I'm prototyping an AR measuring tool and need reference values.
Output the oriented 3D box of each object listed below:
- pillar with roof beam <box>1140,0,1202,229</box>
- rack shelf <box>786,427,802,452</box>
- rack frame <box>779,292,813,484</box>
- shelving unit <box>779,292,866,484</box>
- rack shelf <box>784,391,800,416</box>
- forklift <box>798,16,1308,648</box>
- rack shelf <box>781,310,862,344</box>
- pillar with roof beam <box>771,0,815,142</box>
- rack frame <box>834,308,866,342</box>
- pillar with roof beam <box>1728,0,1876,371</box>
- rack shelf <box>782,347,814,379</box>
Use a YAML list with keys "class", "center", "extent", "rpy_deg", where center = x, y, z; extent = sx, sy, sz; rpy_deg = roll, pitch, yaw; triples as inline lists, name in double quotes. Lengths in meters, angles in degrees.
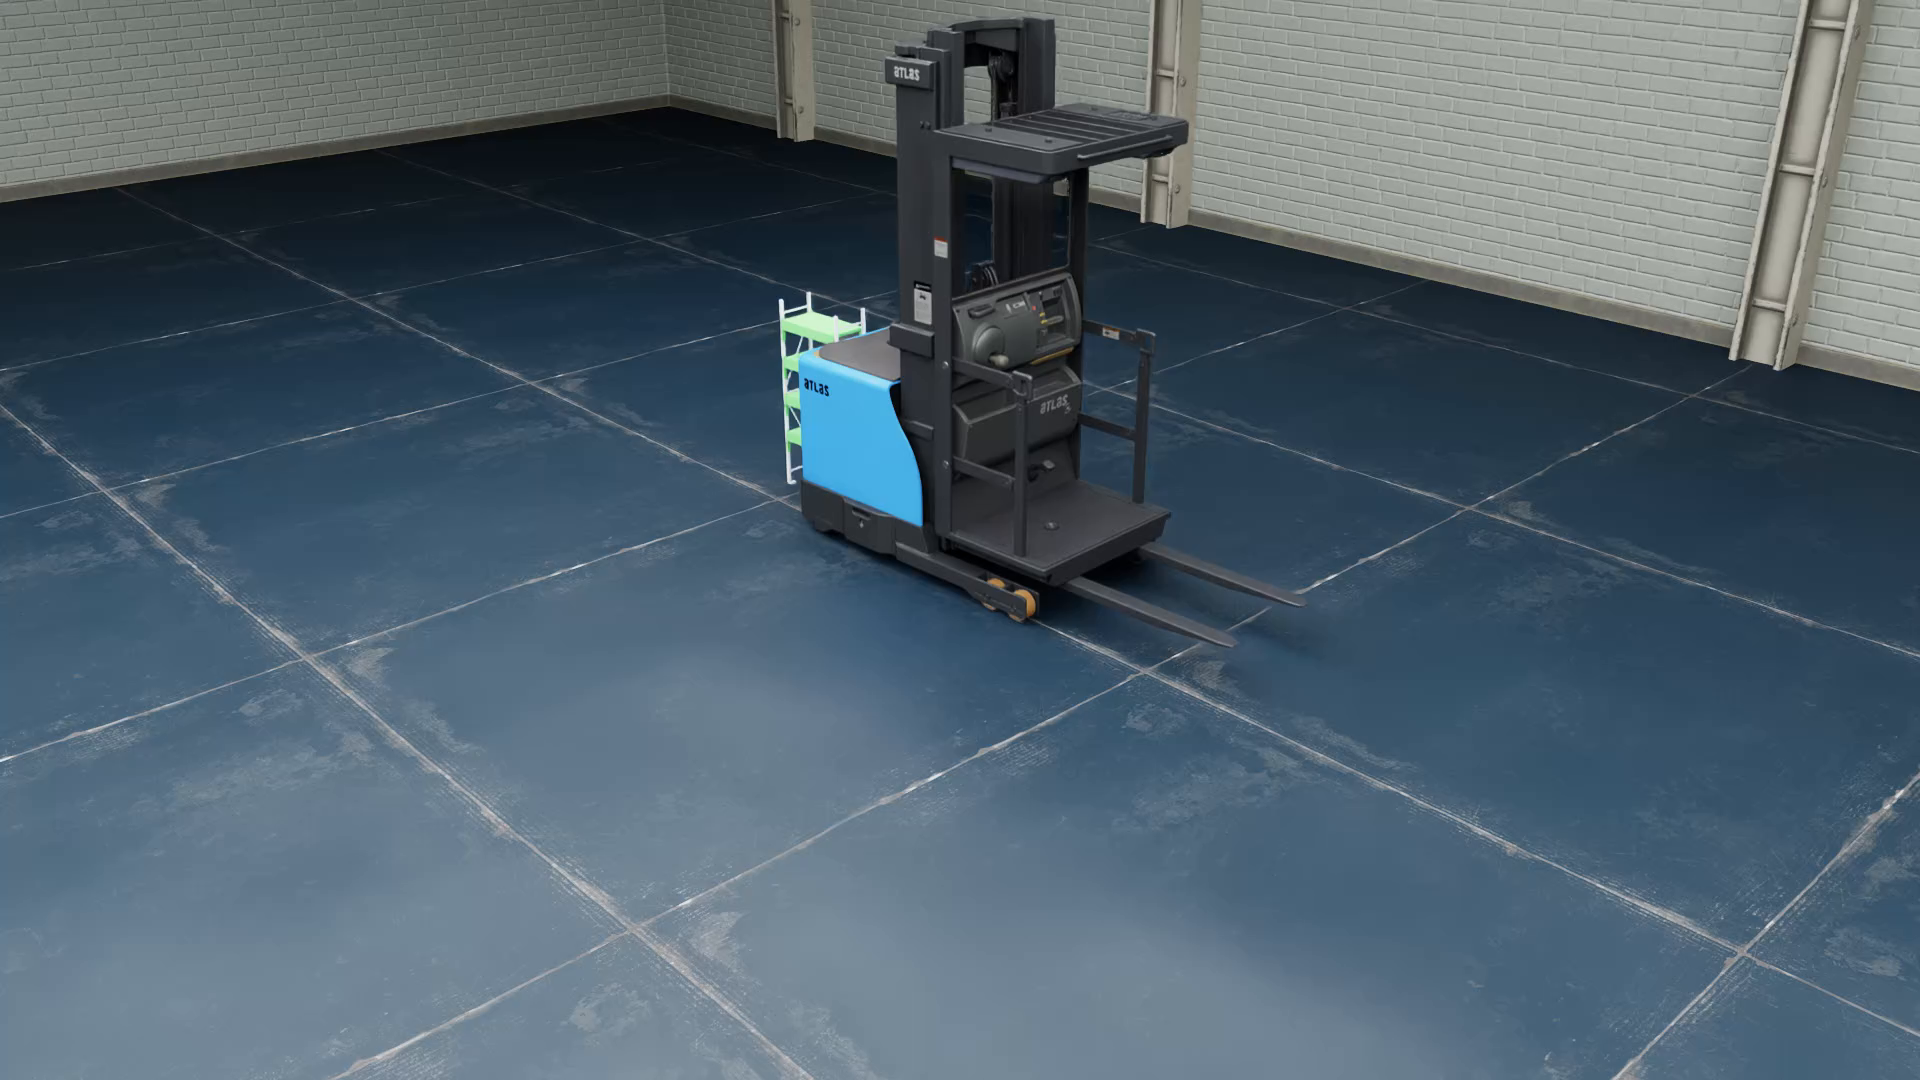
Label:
- class: "pillar with roof beam"
  center: [-1.080, -6.070, 12.213]
  extent: [9.100, 9.000, 0.400]
  rpy_deg: [-21, 32, -38]
- class: "rack shelf"
  center: [-0.827, -0.591, 10.331]
  extent: [0.480, 0.148, 0.258]
  rpy_deg: [22, 32, 39]
- class: "rack frame"
  center: [-1.002, -0.938, 10.360]
  extent: [0.015, 1.200, 0.240]
  rpy_deg: [22, 32, 39]
- class: "shelving unit"
  center: [-0.827, -0.867, 10.205]
  extent: [0.503, 1.200, 0.258]
  rpy_deg: [22, 32, 39]
- class: "rack shelf"
  center: [-0.827, -0.809, 10.232]
  extent: [0.480, 0.148, 0.258]
  rpy_deg: [22, 32, 39]
- class: "forklift"
  center: [0.465, -1.147, 8.732]
  extent: [3.031, 2.935, 1.130]
  rpy_deg: [22, 32, 39]
- class: "rack shelf"
  center: [-0.827, -1.246, 10.033]
  extent: [0.480, 0.148, 0.258]
  rpy_deg: [22, 32, 39]
- class: "pillar with roof beam"
  center: [-5.181, -7.888, 16.198]
  extent: [9.100, 9.000, 0.400]
  rpy_deg: [-21, 32, -38]
- class: "rack frame"
  center: [-0.652, -0.797, 10.051]
  extent: [0.015, 1.200, 0.240]
  rpy_deg: [22, 32, 39]
- class: "pillar with roof beam"
  center: [3.021, -4.252, 8.229]
  extent: [9.100, 9.000, 0.400]
  rpy_deg: [-21, 32, -38]
- class: "rack shelf"
  center: [-0.827, -1.027, 10.132]
  extent: [0.480, 0.148, 0.258]
  rpy_deg: [22, 32, 39]
